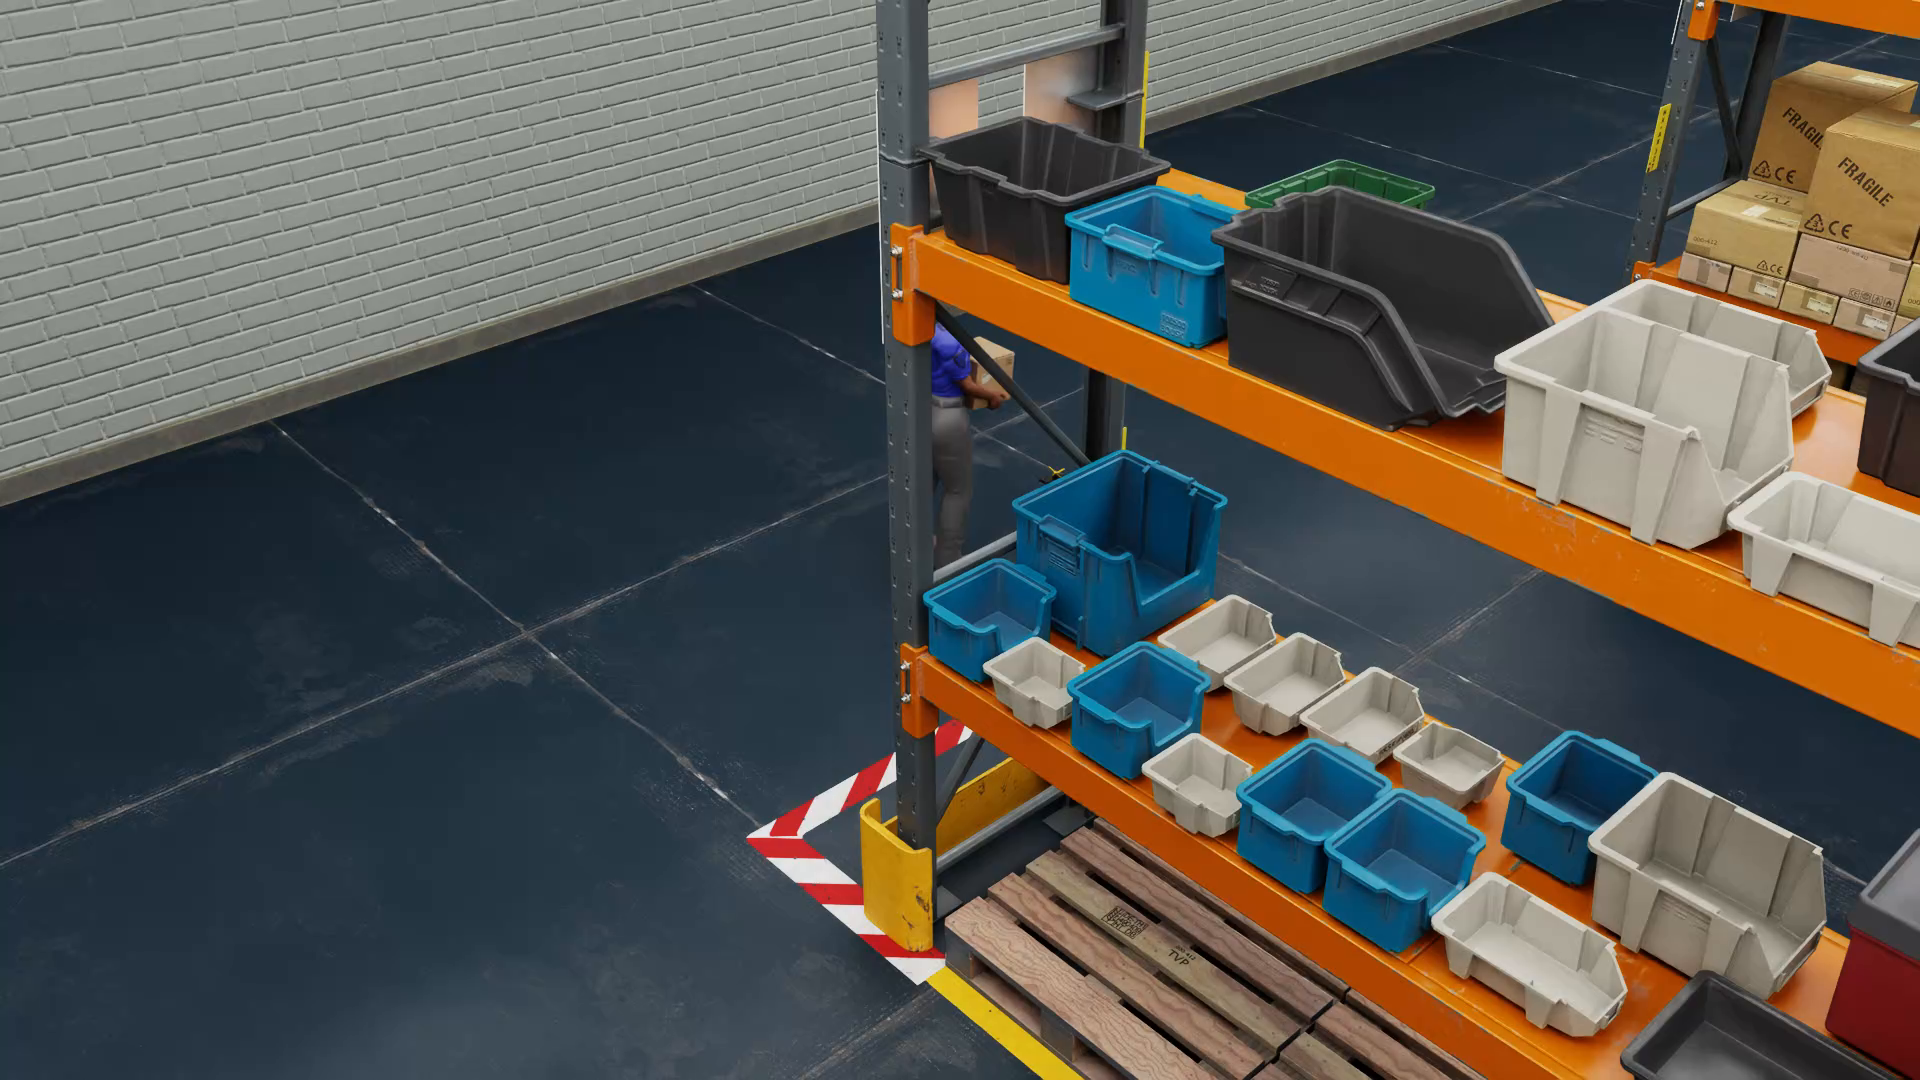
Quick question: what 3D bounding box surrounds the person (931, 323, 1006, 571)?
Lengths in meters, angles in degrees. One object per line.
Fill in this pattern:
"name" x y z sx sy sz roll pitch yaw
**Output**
"person" -0.056 -0.601 8.114 0.515 1.645 0.449 -26 40 -35
